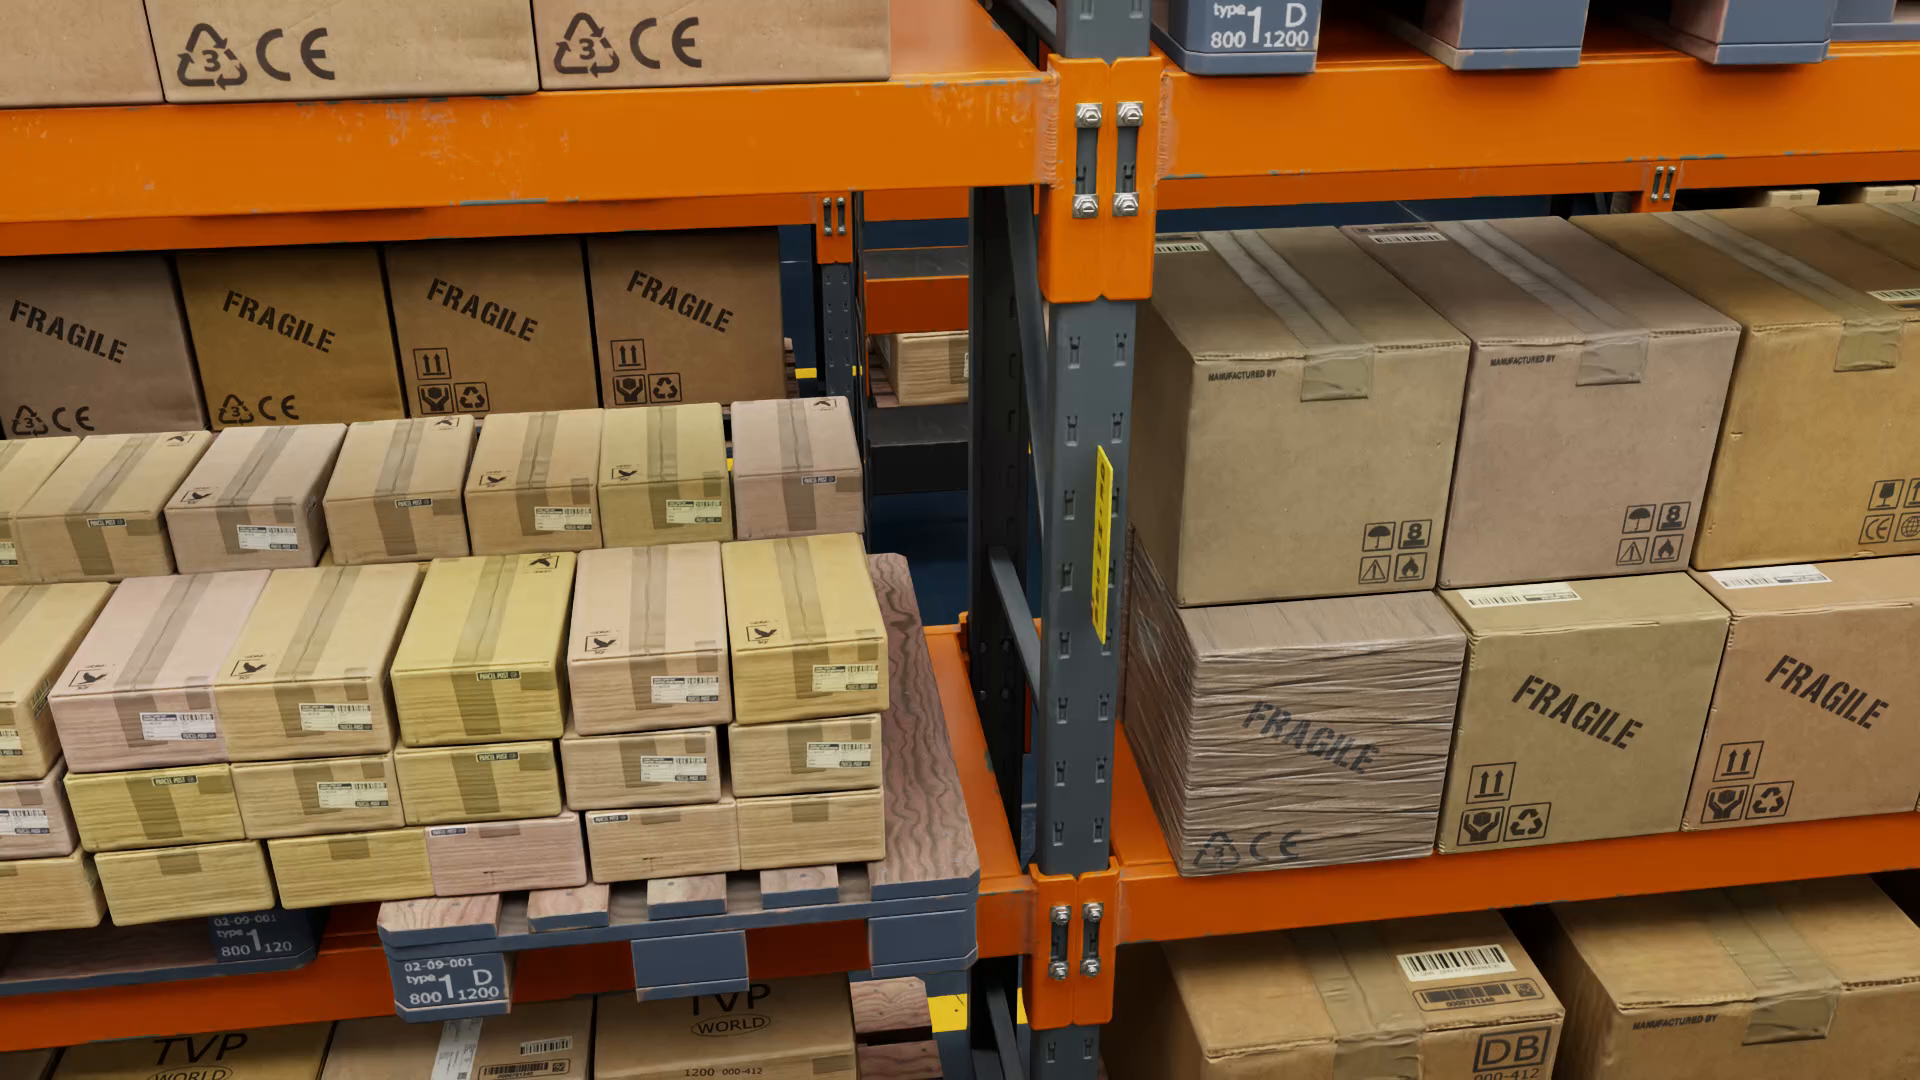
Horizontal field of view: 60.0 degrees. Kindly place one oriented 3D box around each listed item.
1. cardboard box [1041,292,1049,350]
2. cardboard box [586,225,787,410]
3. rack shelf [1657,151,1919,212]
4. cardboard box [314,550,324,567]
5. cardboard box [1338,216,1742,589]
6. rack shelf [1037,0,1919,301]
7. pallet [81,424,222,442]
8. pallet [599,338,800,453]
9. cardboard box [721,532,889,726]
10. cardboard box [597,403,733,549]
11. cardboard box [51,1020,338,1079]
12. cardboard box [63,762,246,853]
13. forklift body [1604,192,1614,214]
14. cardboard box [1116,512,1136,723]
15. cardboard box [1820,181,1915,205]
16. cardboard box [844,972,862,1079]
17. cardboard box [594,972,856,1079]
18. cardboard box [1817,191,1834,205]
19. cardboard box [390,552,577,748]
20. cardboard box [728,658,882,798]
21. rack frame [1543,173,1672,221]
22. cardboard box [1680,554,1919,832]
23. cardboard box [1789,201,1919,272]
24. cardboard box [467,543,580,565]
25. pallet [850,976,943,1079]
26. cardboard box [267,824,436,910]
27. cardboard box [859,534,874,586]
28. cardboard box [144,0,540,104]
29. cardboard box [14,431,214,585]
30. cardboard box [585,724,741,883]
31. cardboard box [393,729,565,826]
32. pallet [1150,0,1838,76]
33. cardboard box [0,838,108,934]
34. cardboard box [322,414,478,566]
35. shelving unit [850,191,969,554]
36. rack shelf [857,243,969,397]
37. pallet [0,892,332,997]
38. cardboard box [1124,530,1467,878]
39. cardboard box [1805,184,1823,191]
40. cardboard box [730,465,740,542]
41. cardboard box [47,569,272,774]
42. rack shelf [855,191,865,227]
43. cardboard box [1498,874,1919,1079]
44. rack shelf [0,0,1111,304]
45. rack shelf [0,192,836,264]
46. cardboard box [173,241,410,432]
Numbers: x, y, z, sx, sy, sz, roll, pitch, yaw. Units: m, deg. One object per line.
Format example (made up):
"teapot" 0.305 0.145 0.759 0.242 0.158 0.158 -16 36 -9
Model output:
"cardboard box" 0.650 -1.086 8.499 0.625 0.372 0.950 -4 27 -8
"cardboard box" -1.336 -1.221 8.212 0.875 0.875 0.875 -4 27 -8
"rack shelf" 5.301 -2.048 8.743 4.000 0.370 1.077 -4 27 -7
"cardboard box" -1.386 0.046 3.364 0.250 0.149 0.380 -4 27 -7
"cardboard box" 1.096 -0.301 3.346 0.500 0.500 0.700 -4 27 -8
"rack shelf" 2.130 -0.897 3.214 4.000 0.370 1.077 -4 27 -7
"pallet" -3.848 -0.574 8.138 1.213 0.211 1.003 -4 27 -7
"pallet" -1.431 -0.730 8.441 1.213 0.211 1.003 -4 27 -7
"cardboard box" -0.272 0.144 2.848 0.250 0.149 0.380 -5 28 -9
"cardboard box" -0.601 -0.135 3.390 0.250 0.149 0.380 -4 27 -9
"cardboard box" -1.495 1.061 3.353 0.500 0.250 0.500 -3 27 -6
"cardboard box" -1.295 0.341 2.789 0.250 0.149 0.380 -4 27 -7
"forklift body" 4.963 -3.416 11.551 1.214 2.155 2.313 -4 27 -7
"cardboard box" 0.558 0.050 3.756 0.500 0.500 0.500 -4 27 -7
"cardboard box" 4.583 -1.756 8.407 0.250 0.149 0.380 -3 27 -5
"cardboard box" -0.466 1.330 3.650 0.500 0.500 0.500 -4 27 -7
"cardboard box" -0.491 0.999 3.475 0.500 0.250 0.500 -4 27 -8
"cardboard box" 4.471 -1.493 8.604 0.500 0.500 0.500 -3 27 -5
"cardboard box" -0.780 0.175 2.786 0.250 0.149 0.380 -3 27 -6
"cardboard box" -0.276 0.275 2.918 0.250 0.149 0.380 -3 27 -6
"rack frame" 3.321 -2.241 8.331 0.127 3.000 1.000 -4 27 -7
"cardboard box" 1.634 0.229 3.409 0.500 0.500 0.500 -4 27 -7
"cardboard box" 2.110 -0.367 3.476 0.500 0.500 0.700 -4 27 -8
"cardboard box" -0.889 0.014 3.426 0.250 0.149 0.380 -5 28 -9
"pallet" -0.625 1.535 4.028 1.213 0.211 1.003 -4 27 -7
"cardboard box" -1.023 0.455 2.893 0.250 0.149 0.380 -4 27 -8
"cardboard box" -0.322 0.107 3.571 0.250 0.149 0.380 -4 27 -8
"cardboard box" -0.874 -0.945 2.411 0.500 0.500 0.500 -4 27 -7
"cardboard box" -1.636 -0.069 3.262 0.250 0.149 0.380 -3 27 -6
"cardboard box" -0.521 0.424 2.953 0.250 0.149 0.380 -4 27 -7
"cardboard box" -0.801 0.311 2.848 0.250 0.149 0.380 -3 27 -6
"pallet" 0.780 -1.070 2.972 1.003 0.211 1.213 -2 27 -5
"cardboard box" -1.546 0.488 2.828 0.250 0.149 0.380 -3 27 -6
"cardboard box" -1.107 -0.104 3.331 0.250 0.149 0.380 -5 28 -9
"shelving unit" -0.164 -0.924 6.750 0.503 2.100 0.431 -4 27 -7
"rack shelf" -0.164 -0.912 6.756 0.480 0.518 0.431 -4 27 -7
"pallet" -1.805 0.475 3.249 1.213 0.211 1.003 -4 27 -7
"cardboard box" 0.632 0.294 3.282 0.500 0.500 0.500 -3 27 -7
"cardboard box" 4.373 -1.730 9.066 0.500 0.500 0.500 -3 27 -6
"cardboard box" -0.357 -0.022 3.497 0.250 0.149 0.380 -2 27 -5
"cardboard box" -1.284 0.207 2.725 0.250 0.149 0.380 -4 27 -7
"rack shelf" -0.164 -1.534 6.437 0.480 0.518 0.431 -4 27 -7
"cardboard box" 1.630 1.004 4.012 0.750 0.750 1.050 -3 27 -6
"rack shelf" -1.831 -0.642 2.718 4.000 0.370 1.077 -4 27 -7
"rack shelf" -2.621 -1.539 7.752 4.000 0.370 1.077 -4 27 -7
"cardboard box" -3.105 -1.110 7.995 0.875 0.875 0.875 -3 27 -6
